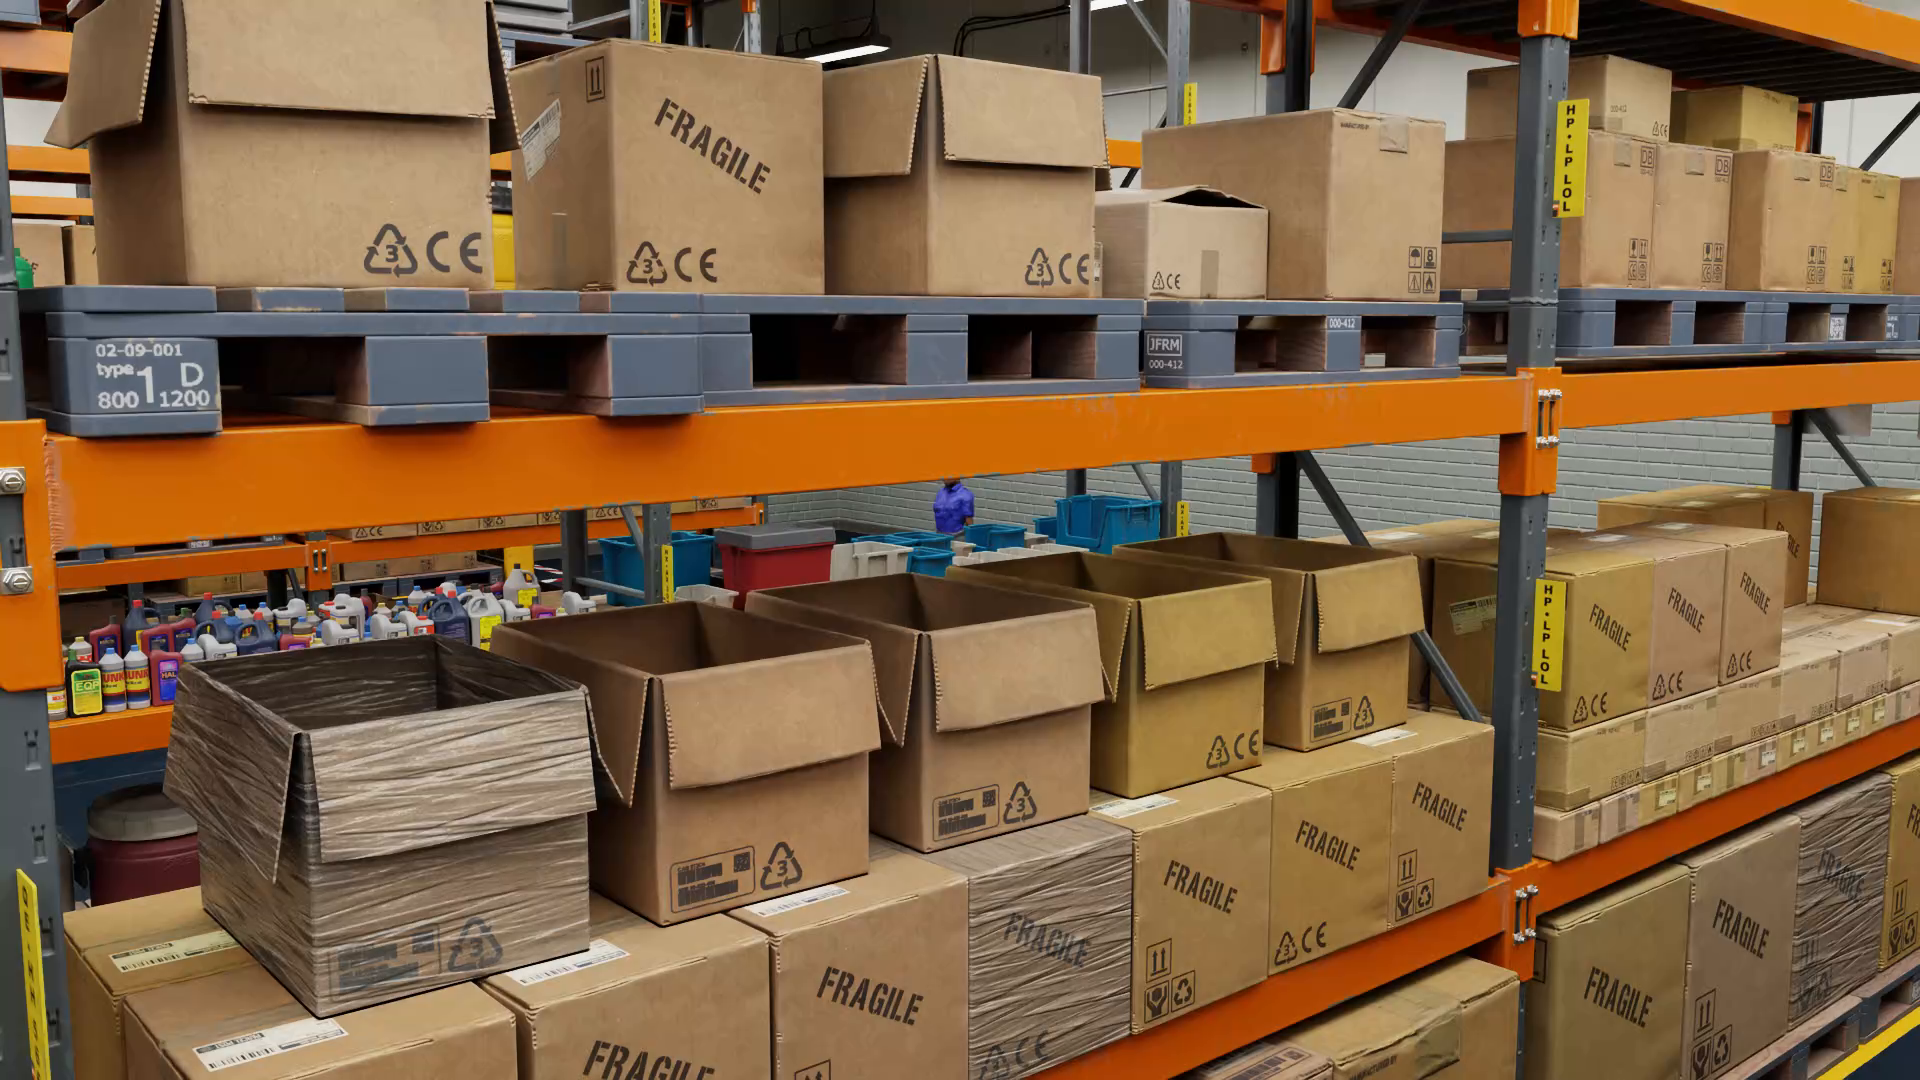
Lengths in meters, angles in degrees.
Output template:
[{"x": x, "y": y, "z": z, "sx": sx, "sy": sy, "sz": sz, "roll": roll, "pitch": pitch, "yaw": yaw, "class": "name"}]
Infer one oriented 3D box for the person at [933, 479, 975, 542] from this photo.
[{"x": -0.098, "y": 0.075, "z": 15.673, "sx": 0.457, "sy": 1.656, "sz": 0.646, "roll": 7, "pitch": 10, "yaw": 41, "class": "person"}]
